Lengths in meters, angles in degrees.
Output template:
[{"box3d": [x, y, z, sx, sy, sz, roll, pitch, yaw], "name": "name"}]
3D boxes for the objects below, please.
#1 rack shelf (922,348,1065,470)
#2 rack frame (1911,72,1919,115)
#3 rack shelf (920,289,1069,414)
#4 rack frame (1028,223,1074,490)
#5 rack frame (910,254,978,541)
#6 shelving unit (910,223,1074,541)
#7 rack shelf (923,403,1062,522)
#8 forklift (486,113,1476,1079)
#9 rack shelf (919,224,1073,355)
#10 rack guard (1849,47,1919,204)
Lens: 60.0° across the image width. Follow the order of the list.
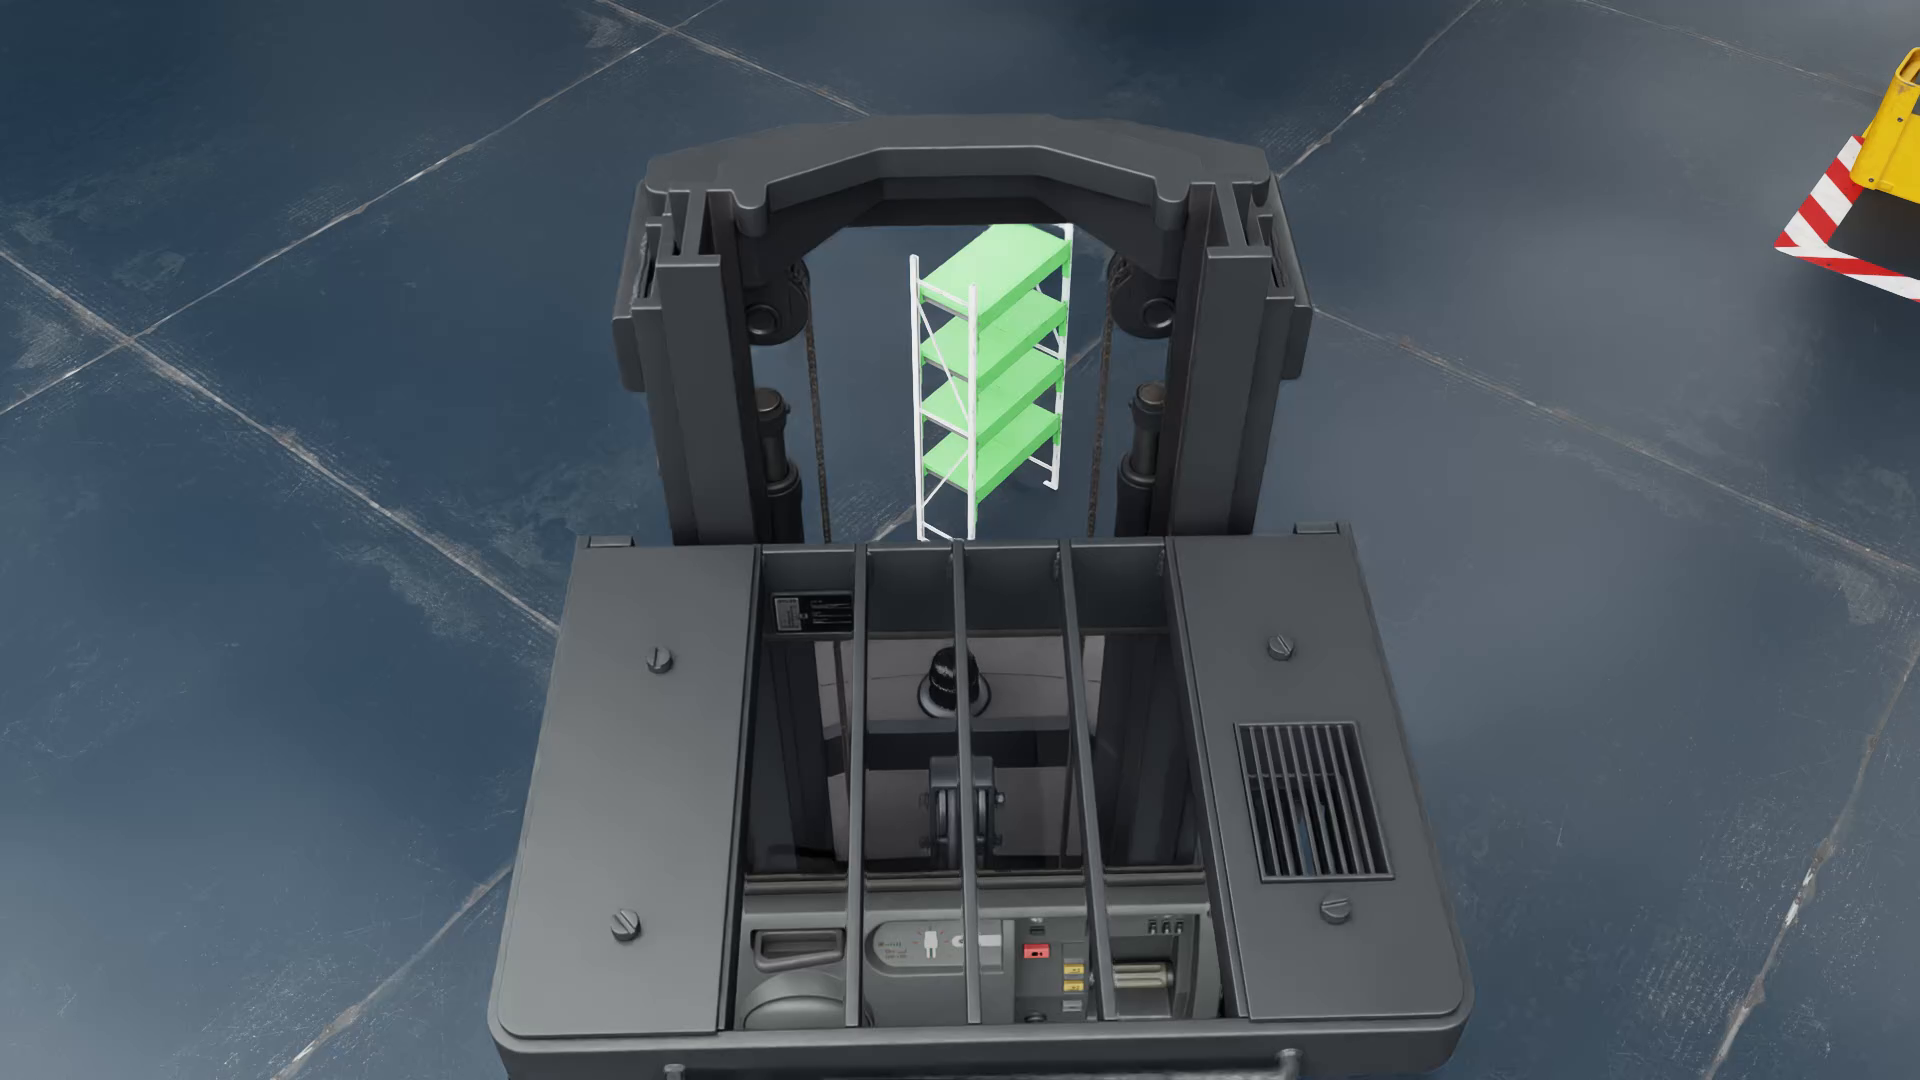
[{"box3d": [0.101, -0.465, 5.453, 0.258, 0.148, 0.480, 29, 53, 25], "name": "rack shelf"}, {"box3d": [4.380, -2.402, 5.970, 1.000, 3.000, 0.127, 29, 53, 25], "name": "rack frame"}, {"box3d": [0.101, -0.631, 5.279, 0.258, 0.148, 0.480, 29, 53, 25], "name": "rack shelf"}, {"box3d": [0.250, -0.649, 5.540, 0.240, 1.200, 0.015, 29, 53, 25], "name": "rack frame"}, {"box3d": [-0.048, -0.370, 5.273, 0.240, 1.200, 0.015, 29, 53, 25], "name": "rack frame"}, {"box3d": [0.101, -0.509, 5.407, 0.258, 1.200, 0.503, 29, 53, 25], "name": "shelving unit"}, {"box3d": [0.101, -0.299, 5.626, 0.258, 0.148, 0.480, 29, 53, 25], "name": "rack shelf"}, {"box3d": [0.015, 0.914, 2.850, 1.130, 2.935, 3.031, -1, 46, -1], "name": "forklift"}, {"box3d": [0.101, -0.797, 5.106, 0.258, 0.148, 0.480, 29, 53, 25], "name": "rack shelf"}, {"box3d": [4.427, -1.582, 6.916, 1.175, 0.500, 0.348, 29, 53, 25], "name": "rack guard"}]
